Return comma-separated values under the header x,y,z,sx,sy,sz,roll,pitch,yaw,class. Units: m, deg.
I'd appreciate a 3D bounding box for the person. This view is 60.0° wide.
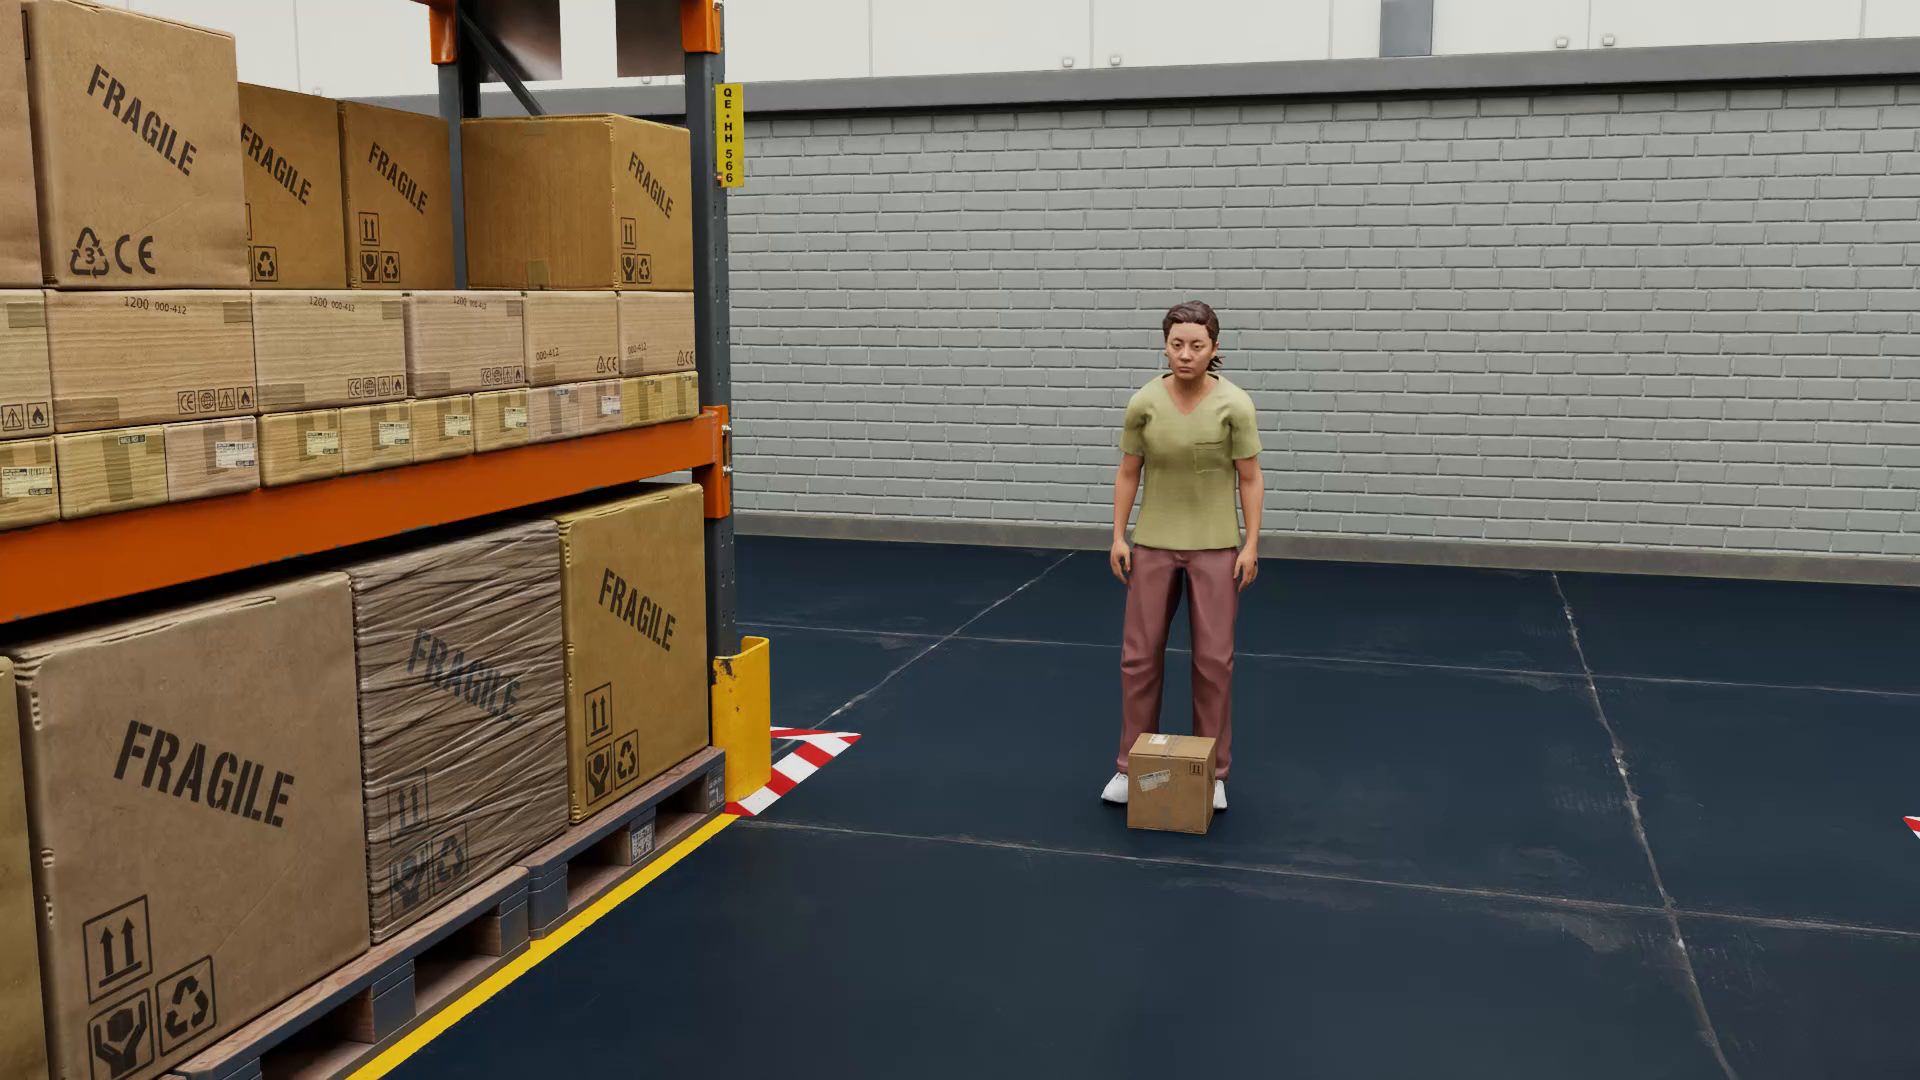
x,y,z,sx,sy,sz,roll,pitch,yaw,class
0.746,0.047,5.522,0.499,1.673,0.358,3,9,16,person
